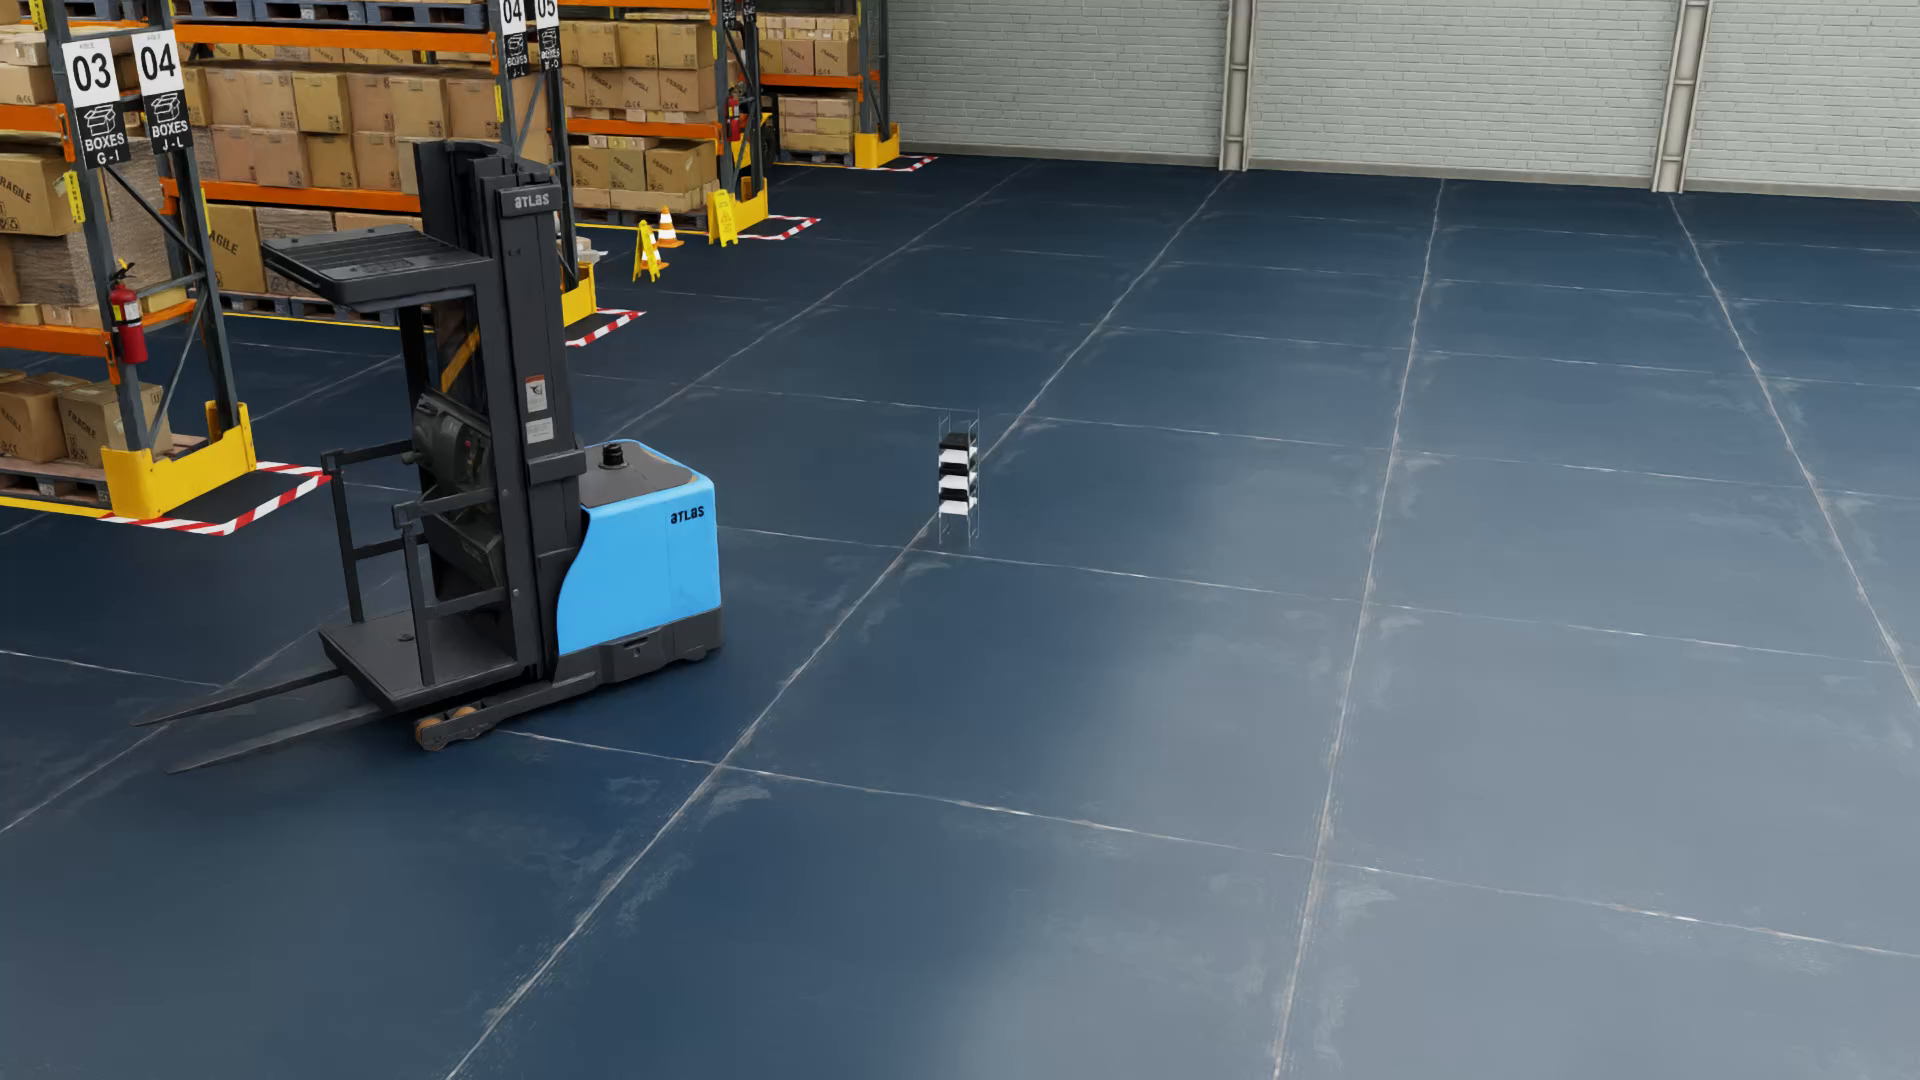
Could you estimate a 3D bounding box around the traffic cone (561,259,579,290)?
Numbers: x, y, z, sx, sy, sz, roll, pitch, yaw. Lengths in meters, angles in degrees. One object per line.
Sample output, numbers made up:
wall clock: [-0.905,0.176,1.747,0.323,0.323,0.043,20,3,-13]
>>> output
traffic cone: [-4.139,-2.935,17.815,0.334,0.463,0.336,7,23,16]

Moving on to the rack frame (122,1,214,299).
rack frame: [-7.870,-3.973,17.003,0.127,3.000,1.000,7,23,16]

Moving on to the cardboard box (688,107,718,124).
cardboard box: [-3.127,-5.191,20.304,0.250,0.149,0.380,7,23,17]

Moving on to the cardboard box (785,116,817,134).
cardboard box: [-2.311,-6.300,25.087,0.500,0.250,0.500,6,23,15]

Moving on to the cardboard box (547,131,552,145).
cardboard box: [-5.197,-5.069,20.903,0.250,0.149,0.380,8,24,19]

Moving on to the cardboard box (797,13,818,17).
cardboard box: [-2.267,-7.844,25.061,0.250,0.149,0.380,7,23,16]

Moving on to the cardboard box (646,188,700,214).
cardboard box: [-3.582,-4.260,20.772,0.500,0.250,0.500,6,23,15]

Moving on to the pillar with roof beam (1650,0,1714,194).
pillar with roof beam: [8.561,-7.448,17.569,0.400,9.000,9.100,7,23,16]

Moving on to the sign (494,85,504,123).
sign: [-4.211,-3.984,15.192,0.005,0.325,0.100,7,23,16]

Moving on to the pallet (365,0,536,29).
pallet: [-4.754,-4.959,15.571,1.213,0.211,1.003,7,23,16]

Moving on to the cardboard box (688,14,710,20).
cardboard box: [-3.891,-7.823,25.010,0.250,0.149,0.380,6,23,15]

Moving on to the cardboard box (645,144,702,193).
cardboard box: [-3.550,-4.606,20.629,0.500,0.500,0.500,7,23,16]

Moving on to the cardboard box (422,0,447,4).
cardboard box: [-4.698,-4.988,15.171,0.250,0.149,0.380,7,23,16]

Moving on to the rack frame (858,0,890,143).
rack frame: [-1.277,-7.148,24.743,0.127,3.000,1.000,7,23,16]

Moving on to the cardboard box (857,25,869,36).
cardboard box: [-1.527,-7.626,24.922,0.250,0.149,0.380,6,23,14]

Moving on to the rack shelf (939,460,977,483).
rack shelf: [-0.008,-0.470,11.080,0.200,0.077,0.258,7,23,16]

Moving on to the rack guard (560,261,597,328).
rack guard: [-4.018,-2.375,16.402,0.348,0.500,1.175,7,23,16]

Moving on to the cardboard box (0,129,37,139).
cardboard box: [-6.974,-2.661,11.963,0.500,0.500,0.500,7,23,16]

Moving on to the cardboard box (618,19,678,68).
cardboard box: [-3.742,-6.025,20.165,0.500,0.500,0.700,7,23,16]

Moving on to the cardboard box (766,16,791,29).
cardboard box: [-2.683,-7.672,24.642,0.250,0.149,0.380,7,23,17]

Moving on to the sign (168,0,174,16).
sign: [-5.414,-3.733,11.313,0.005,0.325,0.100,7,23,16]

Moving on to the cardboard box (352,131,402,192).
cardboard box: [-5.442,-3.787,16.353,0.550,0.550,0.875,7,23,16]

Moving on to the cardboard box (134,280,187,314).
cardboard box: [-5.774,-1.745,11.903,0.250,0.149,0.380,7,23,16]

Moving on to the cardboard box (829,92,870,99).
cardboard box: [-1.683,-6.654,25.292,0.500,0.250,0.500,6,23,15]

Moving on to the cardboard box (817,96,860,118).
cardboard box: [-1.808,-6.470,24.842,0.500,0.250,0.500,7,23,17]

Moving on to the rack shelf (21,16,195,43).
rack shelf: [-9.785,-5.247,17.105,4.000,0.370,1.077,7,23,16]

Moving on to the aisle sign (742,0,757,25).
aisle sign: [-2.559,-6.653,20.110,0.004,0.787,0.394,7,23,16]

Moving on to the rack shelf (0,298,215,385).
rack shelf: [-7.485,-1.630,12.239,4.000,0.370,1.077,7,23,16]

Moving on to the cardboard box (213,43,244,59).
cardboard box: [-9.502,-6.411,21.870,0.500,0.500,0.500,8,24,18]

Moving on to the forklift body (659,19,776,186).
forklift body: [-3.620,-6.300,23.795,1.214,2.155,2.313,7,23,16]

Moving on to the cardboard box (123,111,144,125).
cardboard box: [-8.347,-4.534,16.922,0.500,0.500,0.700,6,23,15]

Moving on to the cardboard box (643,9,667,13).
cardboard box: [-4.714,-8.145,25.796,0.250,0.149,0.380,7,23,16]

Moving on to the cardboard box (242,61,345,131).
cardboard box: [-6.489,-4.362,16.331,0.550,0.550,0.875,7,23,16]

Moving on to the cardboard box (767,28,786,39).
cardboard box: [-2.677,-7.542,24.717,0.250,0.149,0.380,6,23,14]

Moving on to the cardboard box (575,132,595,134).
cardboard box: [-5.610,-6.735,26.313,0.625,0.625,0.875,8,24,18]

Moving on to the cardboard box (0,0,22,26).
cardboard box: [-6.913,-3.807,11.464,0.500,0.500,0.500,6,23,15]

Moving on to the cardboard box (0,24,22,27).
cardboard box: [-6.736,-3.491,11.548,0.250,0.149,0.380,6,23,15]

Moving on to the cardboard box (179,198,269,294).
cardboard box: [-7.288,-3.090,17.097,0.875,0.875,0.875,7,23,16]

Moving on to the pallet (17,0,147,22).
pallet: [-8.762,-5.355,16.671,1.217,0.209,0.805,6,23,13]

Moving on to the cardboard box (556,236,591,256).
cardboard box: [-4.545,-3.435,19.447,0.380,0.149,0.250,-20,29,-39]

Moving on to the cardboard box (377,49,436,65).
cardboard box: [-7.046,-6.128,21.180,0.500,0.500,0.500,6,23,15]

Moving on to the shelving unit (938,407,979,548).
shelving unit: [-0.008,-0.417,11.101,0.210,0.900,0.258,7,23,16]

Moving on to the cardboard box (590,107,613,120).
cardboard box: [-4.372,-5.306,20.584,0.250,0.149,0.380,6,23,15]

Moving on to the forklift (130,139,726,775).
forklift: [-2.825,-0.490,8.603,3.031,2.935,1.130,-17,28,-36]

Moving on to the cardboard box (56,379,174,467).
cardboard box: [-6.163,-0.856,12.144,0.500,0.500,0.500,11,25,25]

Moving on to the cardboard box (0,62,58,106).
cardboard box: [-6.105,-3.022,10.931,0.500,0.250,0.500,7,23,17]

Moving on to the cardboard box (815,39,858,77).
cardboard box: [-1.824,-7.153,24.623,0.500,0.500,0.500,6,23,14]

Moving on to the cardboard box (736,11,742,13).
cardboard box: [-3.497,-7.993,25.425,0.250,0.149,0.380,6,23,15]

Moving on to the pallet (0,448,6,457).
pallet: [-7.575,-0.698,12.693,1.213,0.211,1.003,7,23,16]

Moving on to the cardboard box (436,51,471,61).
cardboard box: [-6.178,-6.302,20.840,0.500,0.500,0.700,6,23,15]

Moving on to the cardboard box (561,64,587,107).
cardboard box: [-4.743,-5.662,20.598,0.500,0.500,0.500,7,23,16]
